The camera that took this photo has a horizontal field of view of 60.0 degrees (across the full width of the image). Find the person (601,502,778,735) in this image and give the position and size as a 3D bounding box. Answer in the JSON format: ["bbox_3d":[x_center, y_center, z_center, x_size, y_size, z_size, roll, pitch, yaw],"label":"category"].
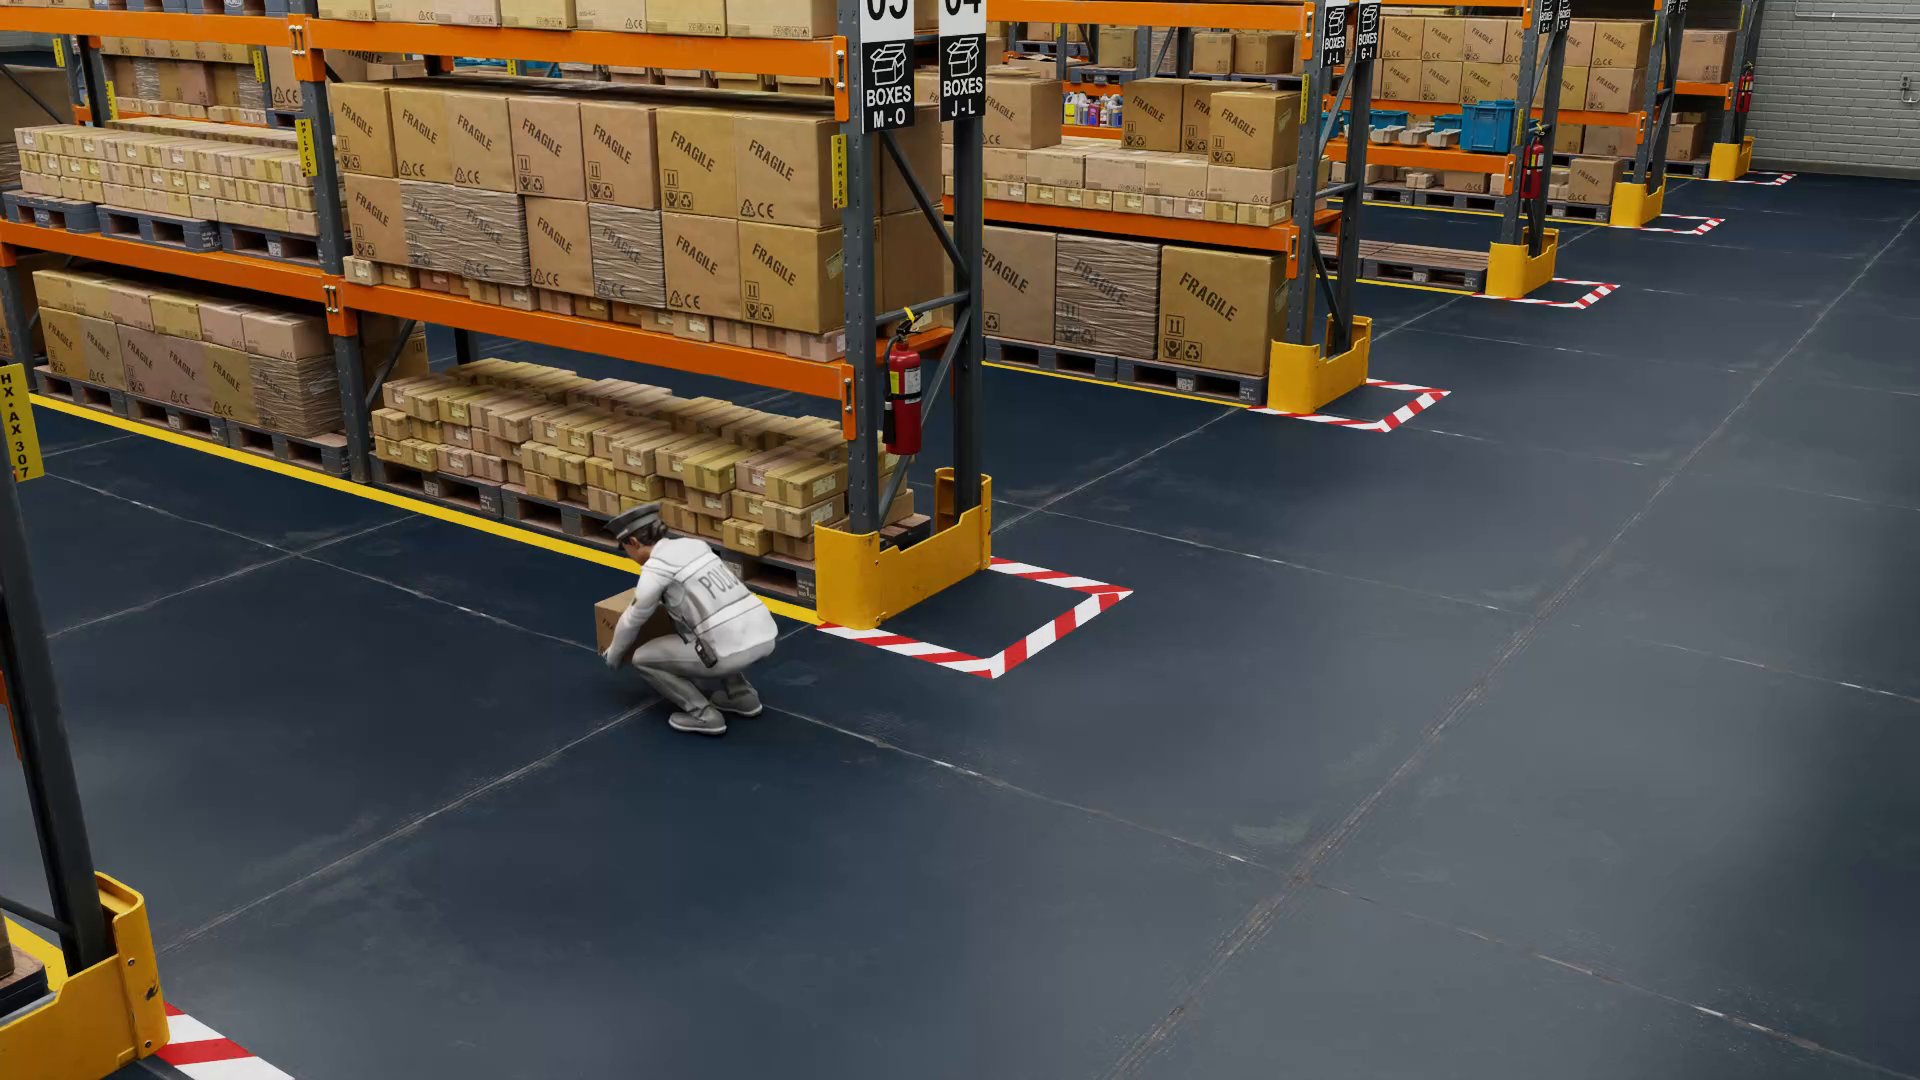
[{"bbox_3d":[-1.186,0.315,7.251,0.827,0.967,0.497,13,24,31],"label":"person"}]
